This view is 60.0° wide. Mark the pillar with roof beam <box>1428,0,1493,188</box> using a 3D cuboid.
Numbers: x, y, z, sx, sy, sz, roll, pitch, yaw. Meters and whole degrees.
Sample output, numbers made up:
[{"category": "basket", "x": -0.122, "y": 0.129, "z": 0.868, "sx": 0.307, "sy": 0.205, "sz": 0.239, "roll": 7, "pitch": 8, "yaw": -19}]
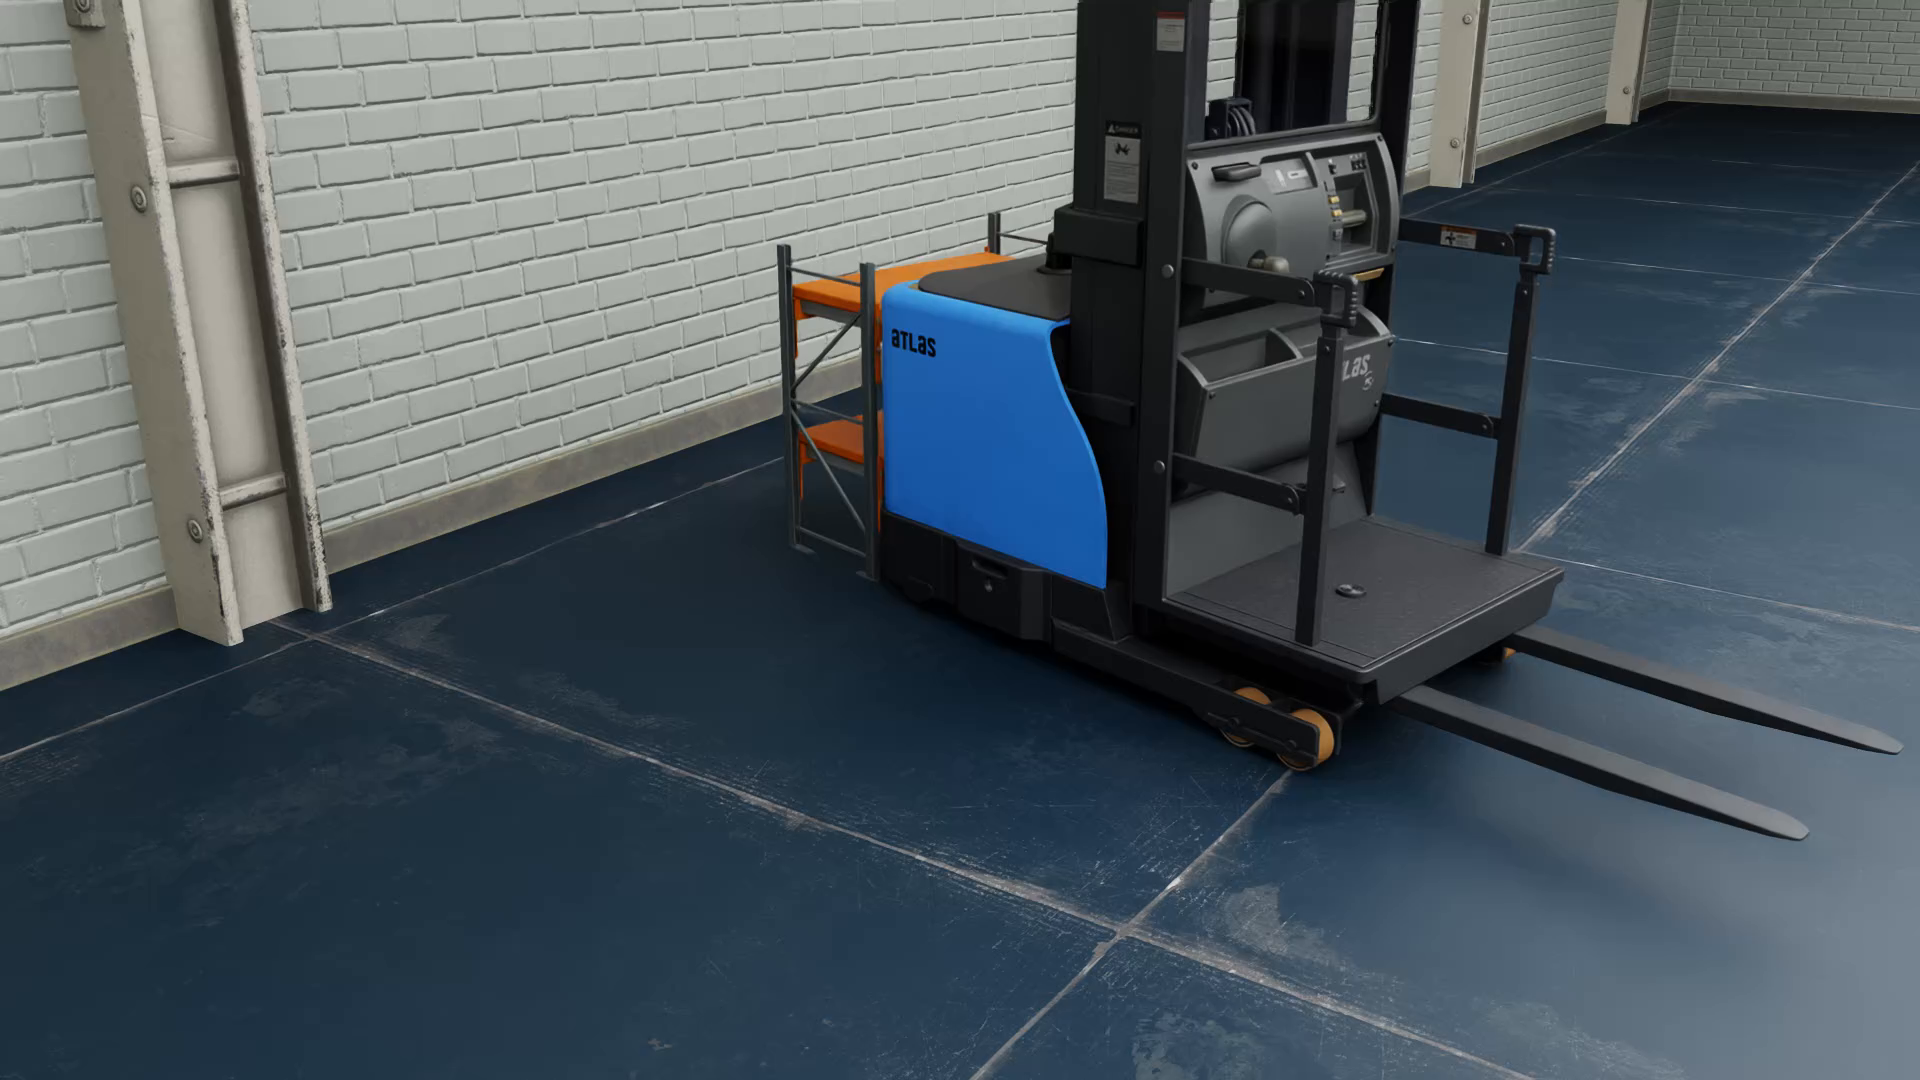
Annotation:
[{"category": "pillar with roof beam", "x": 7.942, "y": -6.568, "z": 11.051, "sx": 9.100, "sy": 9.000, "sz": 0.400, "roll": 13, "pitch": 24, "yaw": 32}]

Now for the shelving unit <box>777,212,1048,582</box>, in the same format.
[{"category": "shelving unit", "x": -0.086, "y": -0.565, "z": 6.170, "sx": 1.048, "sy": 1.125, "sz": 0.538, "roll": -18, "pitch": 27, "yaw": -39}]

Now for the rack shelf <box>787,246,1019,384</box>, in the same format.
[{"category": "rack shelf", "x": -0.086, "y": -0.839, "z": 6.068, "sx": 1.000, "sy": 0.278, "sz": 0.538, "roll": -18, "pitch": 27, "yaw": -39}]

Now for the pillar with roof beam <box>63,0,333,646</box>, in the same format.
[{"category": "pillar with roof beam", "x": 1.197, "y": -3.125, "z": 1.743, "sx": 9.100, "sy": 9.000, "sz": 0.400, "roll": 13, "pitch": 24, "yaw": 32}]

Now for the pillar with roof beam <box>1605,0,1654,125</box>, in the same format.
[{"category": "pillar with roof beam", "x": 11.315, "y": -8.290, "z": 15.705, "sx": 9.100, "sy": 9.000, "sz": 0.400, "roll": 13, "pitch": 24, "yaw": 32}]

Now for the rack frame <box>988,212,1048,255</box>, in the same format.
[{"category": "rack frame", "x": 0.288, "y": -0.684, "z": 6.493, "sx": 0.032, "sy": 1.125, "sz": 0.500, "roll": -18, "pitch": 27, "yaw": -39}]

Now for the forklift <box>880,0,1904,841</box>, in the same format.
[{"category": "forklift", "x": 1.108, "y": -0.944, "z": 4.592, "sx": 1.130, "sy": 2.935, "sz": 3.031, "roll": -18, "pitch": 27, "yaw": -40}]

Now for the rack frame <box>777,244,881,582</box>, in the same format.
[{"category": "rack frame", "x": -0.461, "y": -0.445, "z": 5.848, "sx": 0.032, "sy": 1.125, "sz": 0.500, "roll": -18, "pitch": 27, "yaw": -39}]

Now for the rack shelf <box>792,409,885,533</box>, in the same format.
[{"category": "rack shelf", "x": -0.086, "y": -0.335, "z": 6.255, "sx": 1.000, "sy": 0.278, "sz": 0.538, "roll": -18, "pitch": 27, "yaw": -39}]
